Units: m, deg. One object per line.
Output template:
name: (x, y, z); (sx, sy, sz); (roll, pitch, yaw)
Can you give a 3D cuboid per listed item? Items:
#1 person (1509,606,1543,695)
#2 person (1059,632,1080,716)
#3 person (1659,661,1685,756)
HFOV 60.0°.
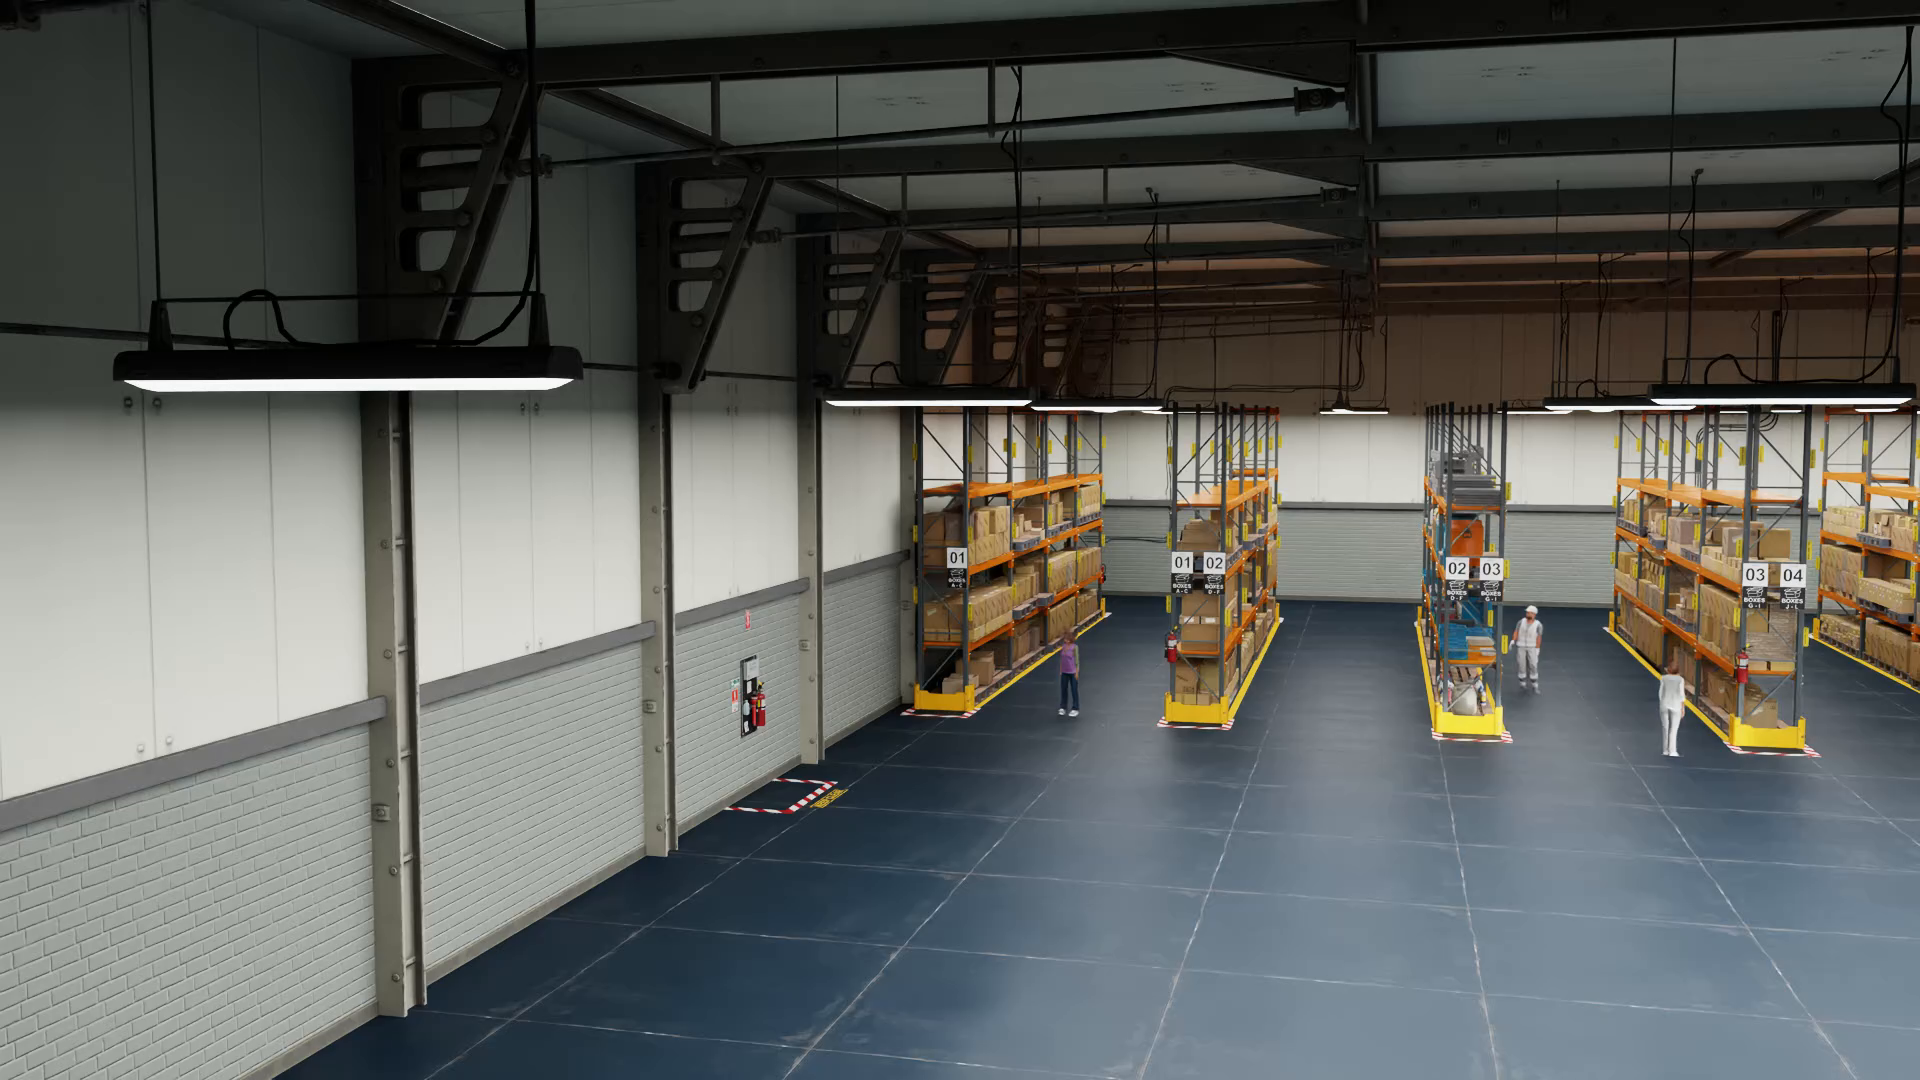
person: (11.794, 2.283, 34.657); (0.649, 1.809, 0.577); (1, 4, 19)
person: (2.086, 2.560, 31.921); (0.459, 1.603, 0.373); (4, 6, 43)
person: (11.990, 2.844, 28.015); (0.424, 1.607, 0.347); (3, 5, 37)
